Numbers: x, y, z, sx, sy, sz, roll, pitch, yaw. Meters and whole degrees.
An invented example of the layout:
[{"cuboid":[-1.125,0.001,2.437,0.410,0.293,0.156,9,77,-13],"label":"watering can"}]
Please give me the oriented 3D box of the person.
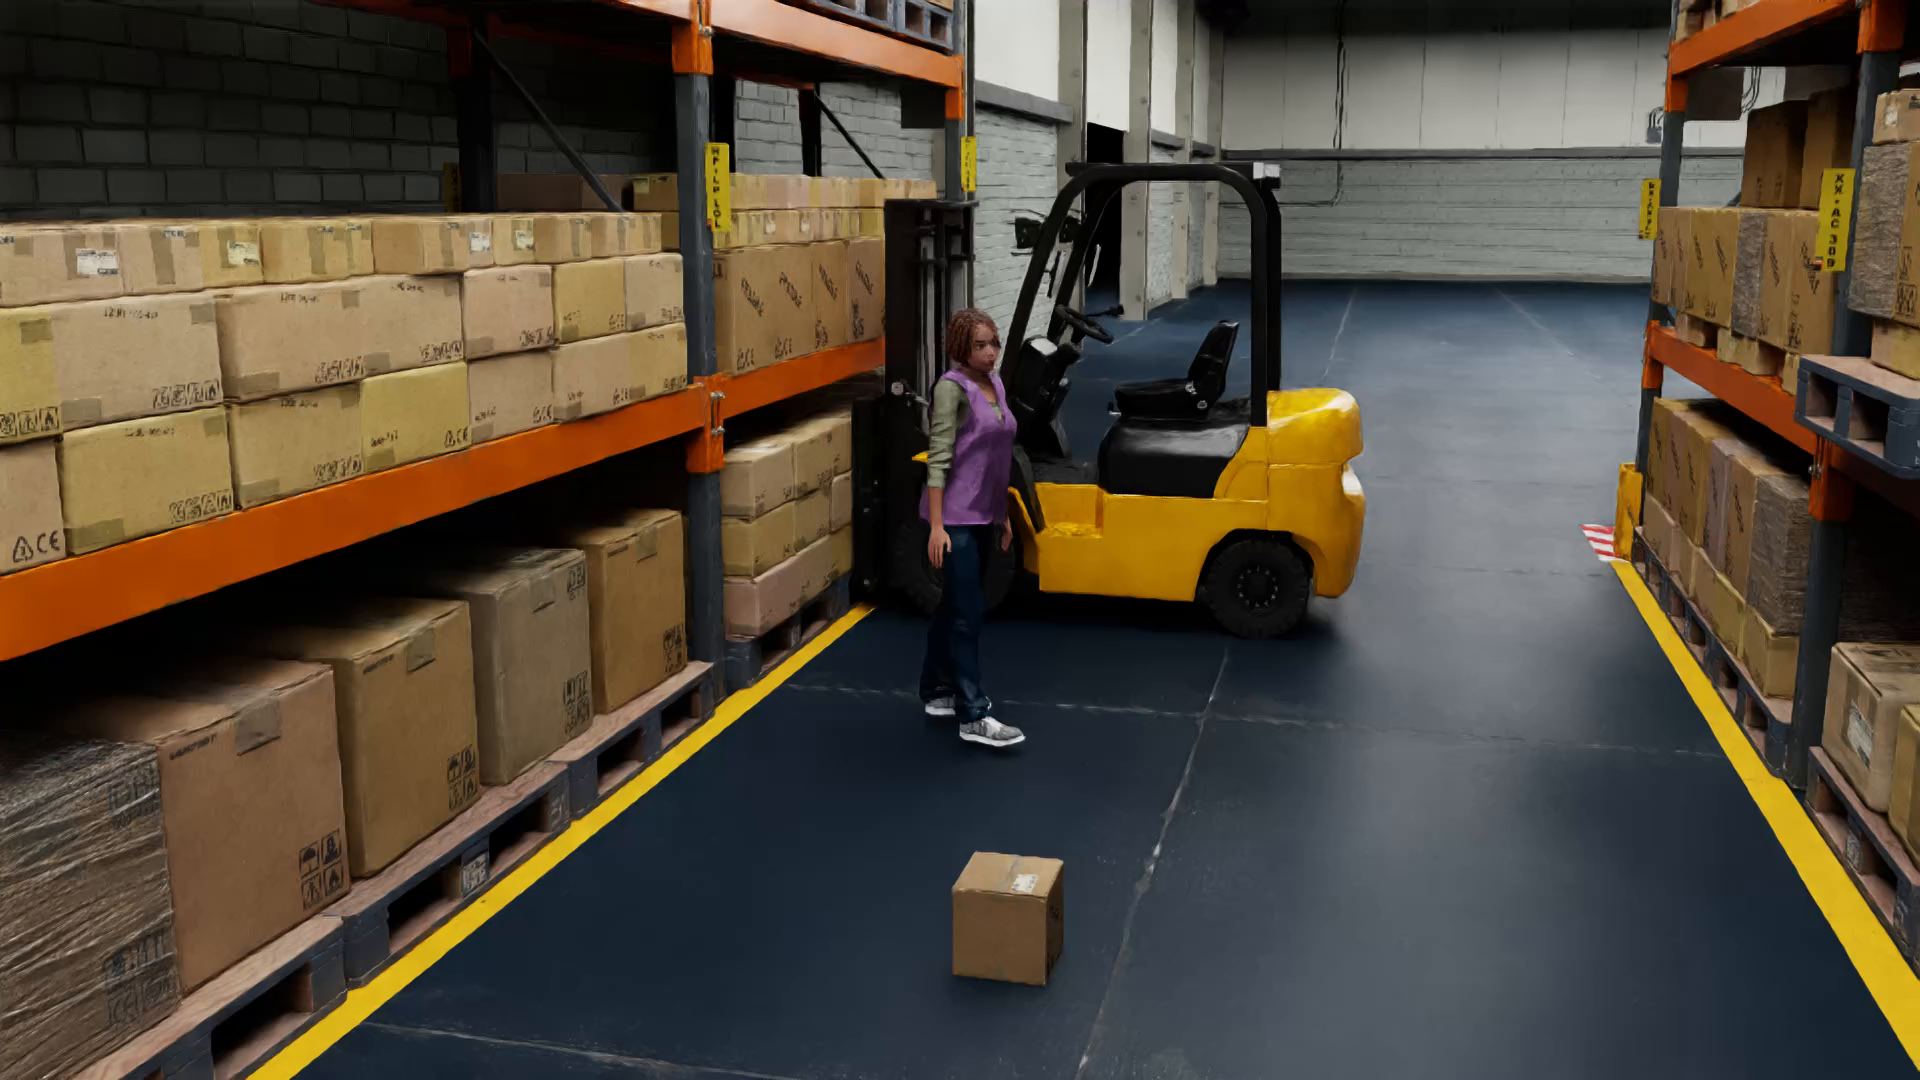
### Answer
[{"cuboid":[0.045,-0.036,6.131,0.532,1.550,0.550,6,13,26],"label":"person"}]
